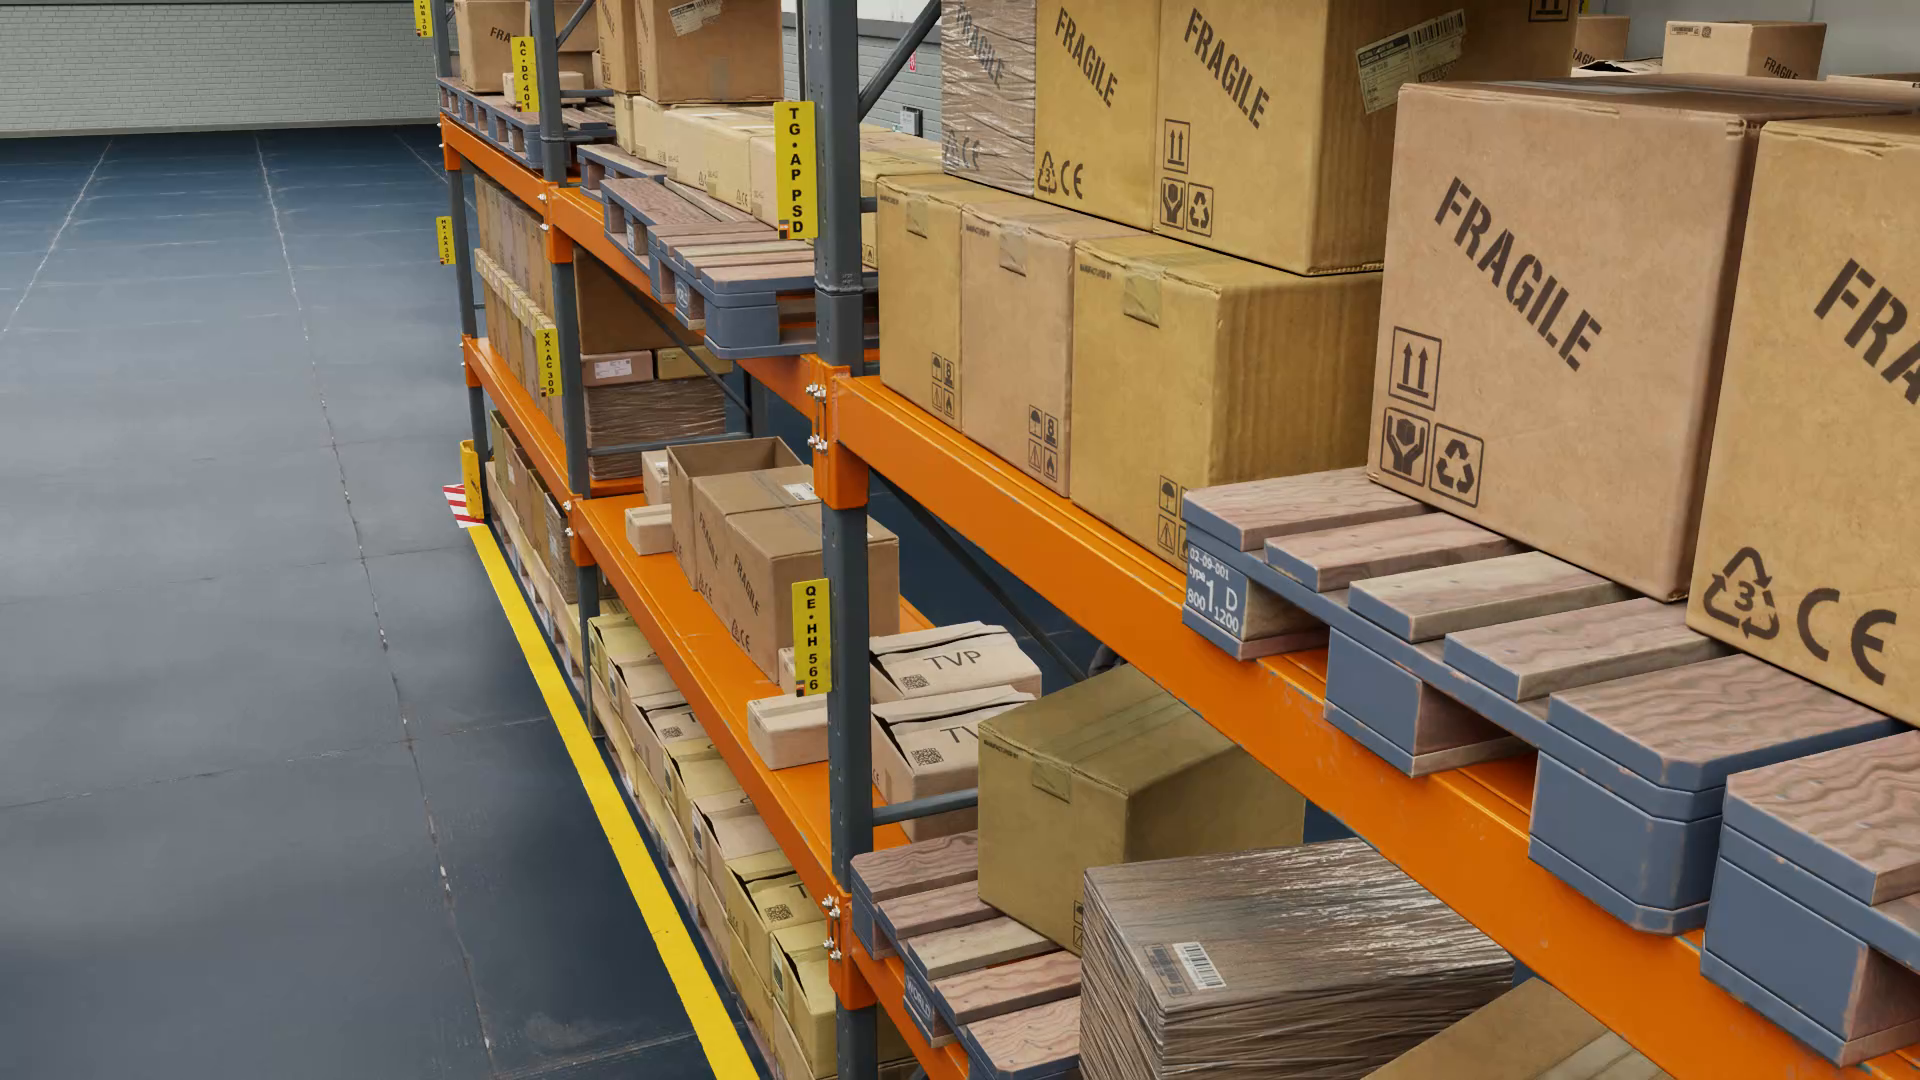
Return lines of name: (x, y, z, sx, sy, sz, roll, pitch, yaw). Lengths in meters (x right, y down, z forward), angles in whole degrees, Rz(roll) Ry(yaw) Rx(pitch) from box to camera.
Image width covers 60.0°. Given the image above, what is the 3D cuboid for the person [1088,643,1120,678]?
person: (0.941, 0.393, 8.999, 0.814, 0.913, 0.420, -9, 21, -23)
